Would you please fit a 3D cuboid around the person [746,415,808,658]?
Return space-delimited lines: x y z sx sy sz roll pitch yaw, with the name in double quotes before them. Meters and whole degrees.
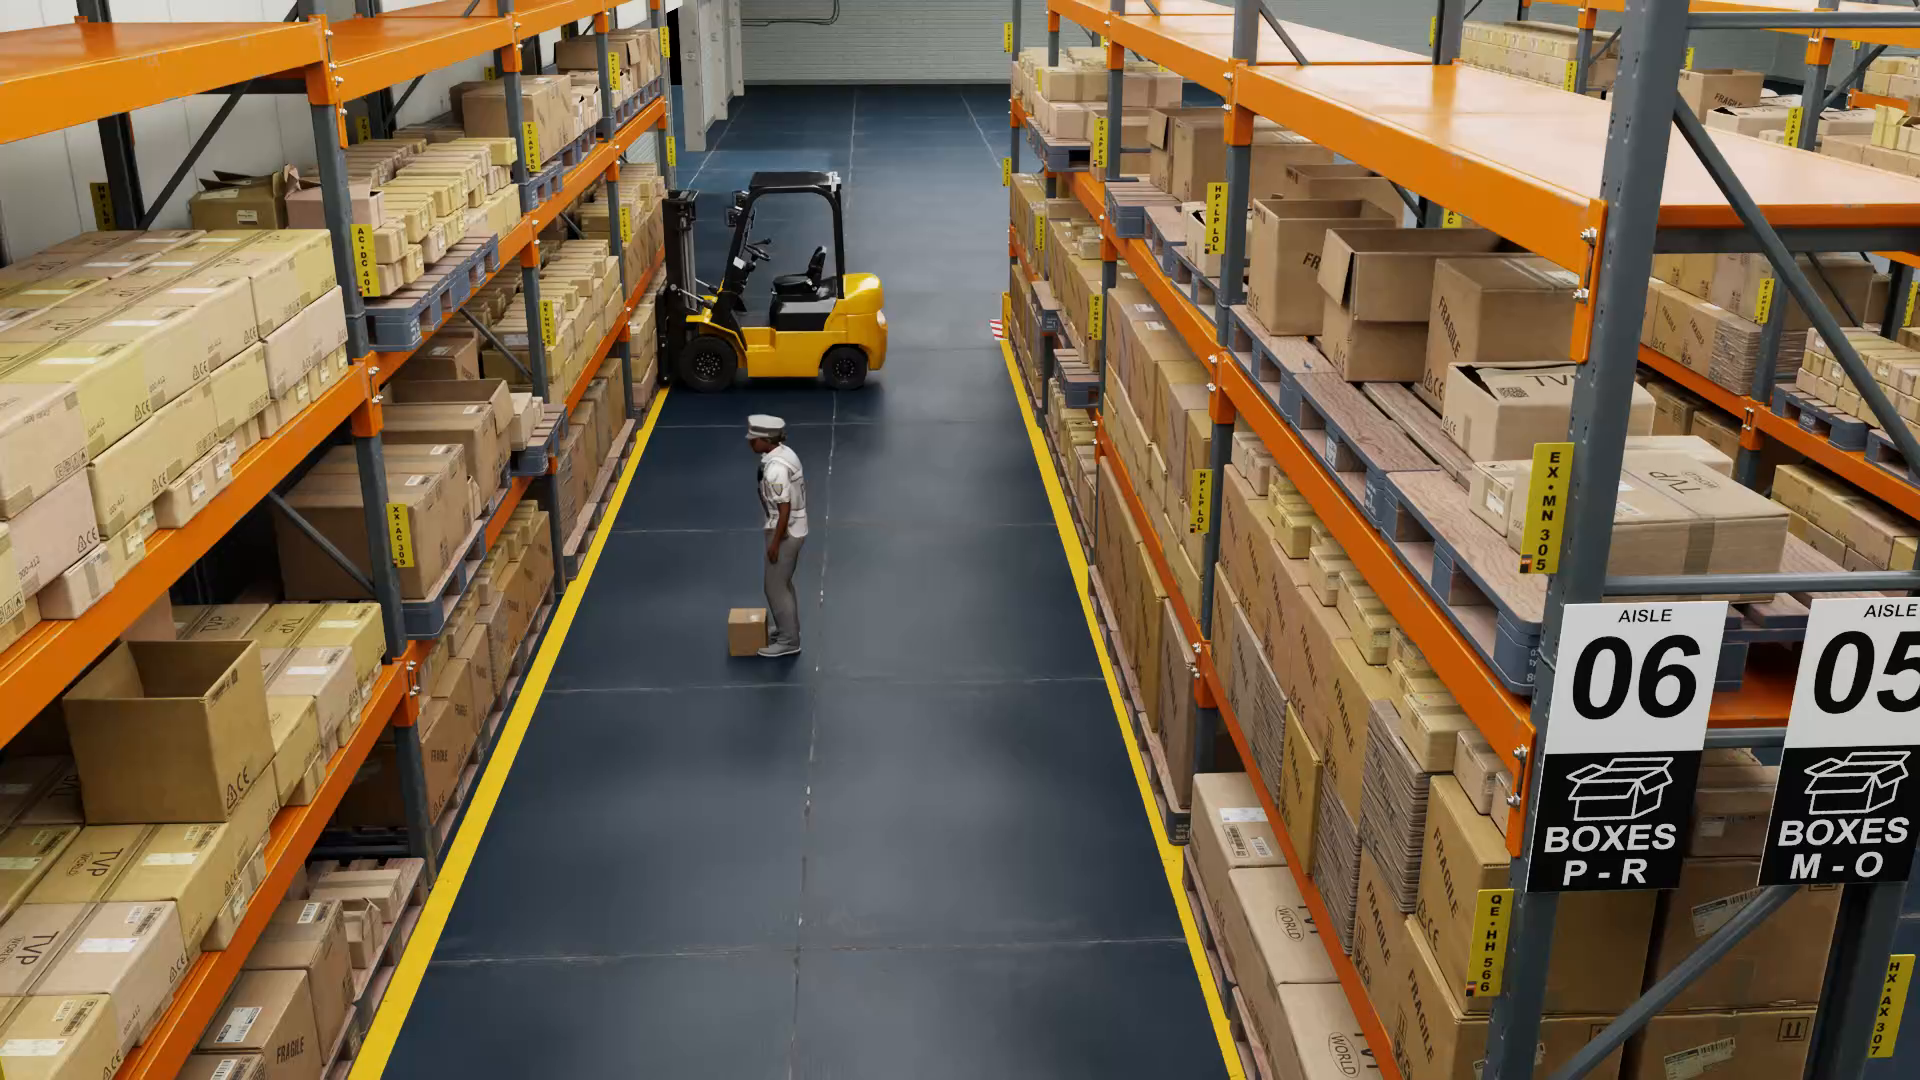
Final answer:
"person" -1.216 -0.040 11.186 0.388 1.659 0.506 -2 21 -5
